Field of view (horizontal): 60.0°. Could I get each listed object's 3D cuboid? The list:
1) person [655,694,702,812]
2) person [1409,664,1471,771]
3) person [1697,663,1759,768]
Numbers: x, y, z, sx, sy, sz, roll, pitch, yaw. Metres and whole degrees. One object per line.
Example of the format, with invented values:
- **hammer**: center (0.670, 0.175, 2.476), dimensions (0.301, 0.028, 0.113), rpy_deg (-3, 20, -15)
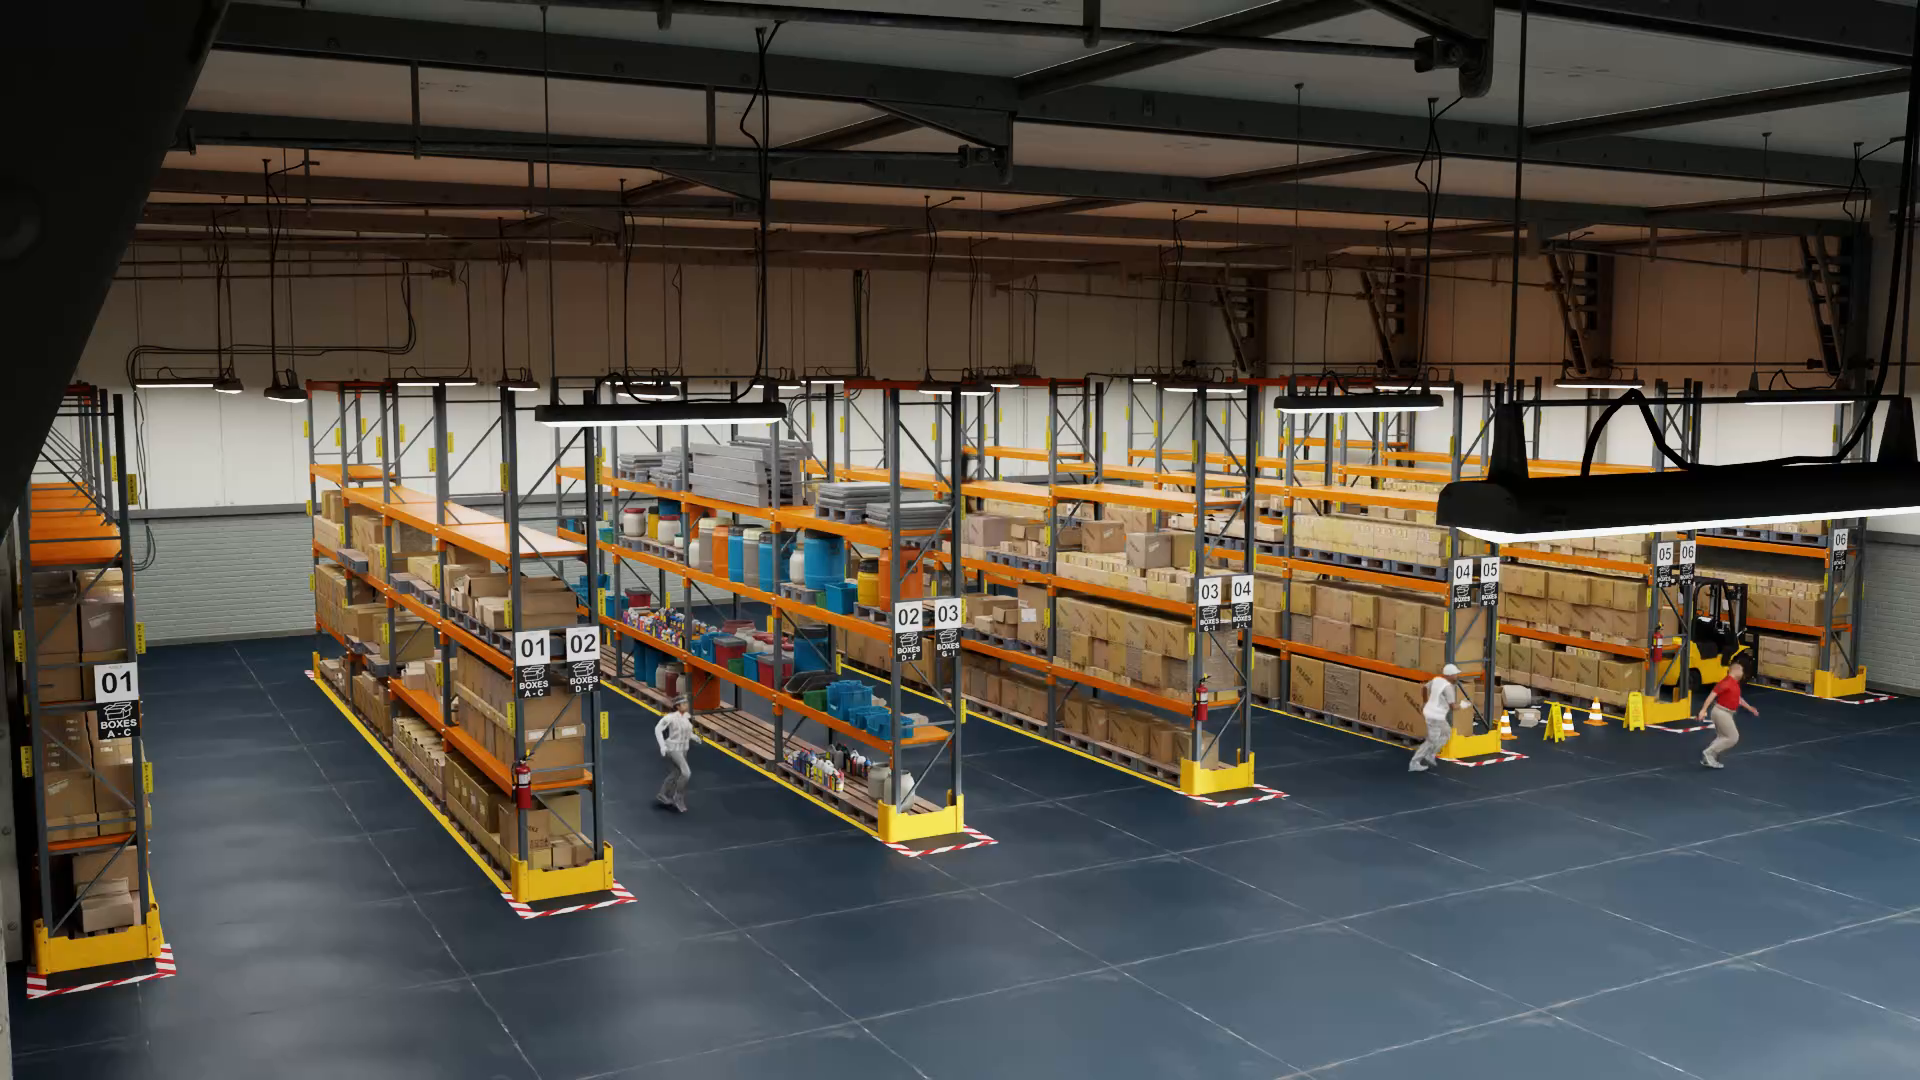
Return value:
- **person**: center (-4.016, 3.011, 23.596), dimensions (0.784, 1.697, 0.560), rpy_deg (3, 7, 30)
- **person**: center (7.440, 2.742, 25.808), dimensions (0.917, 1.670, 0.712), rpy_deg (0, 6, 2)
- **person**: center (11.971, 2.737, 25.898), dimensions (0.799, 1.667, 0.677), rpy_deg (4, 7, 33)
